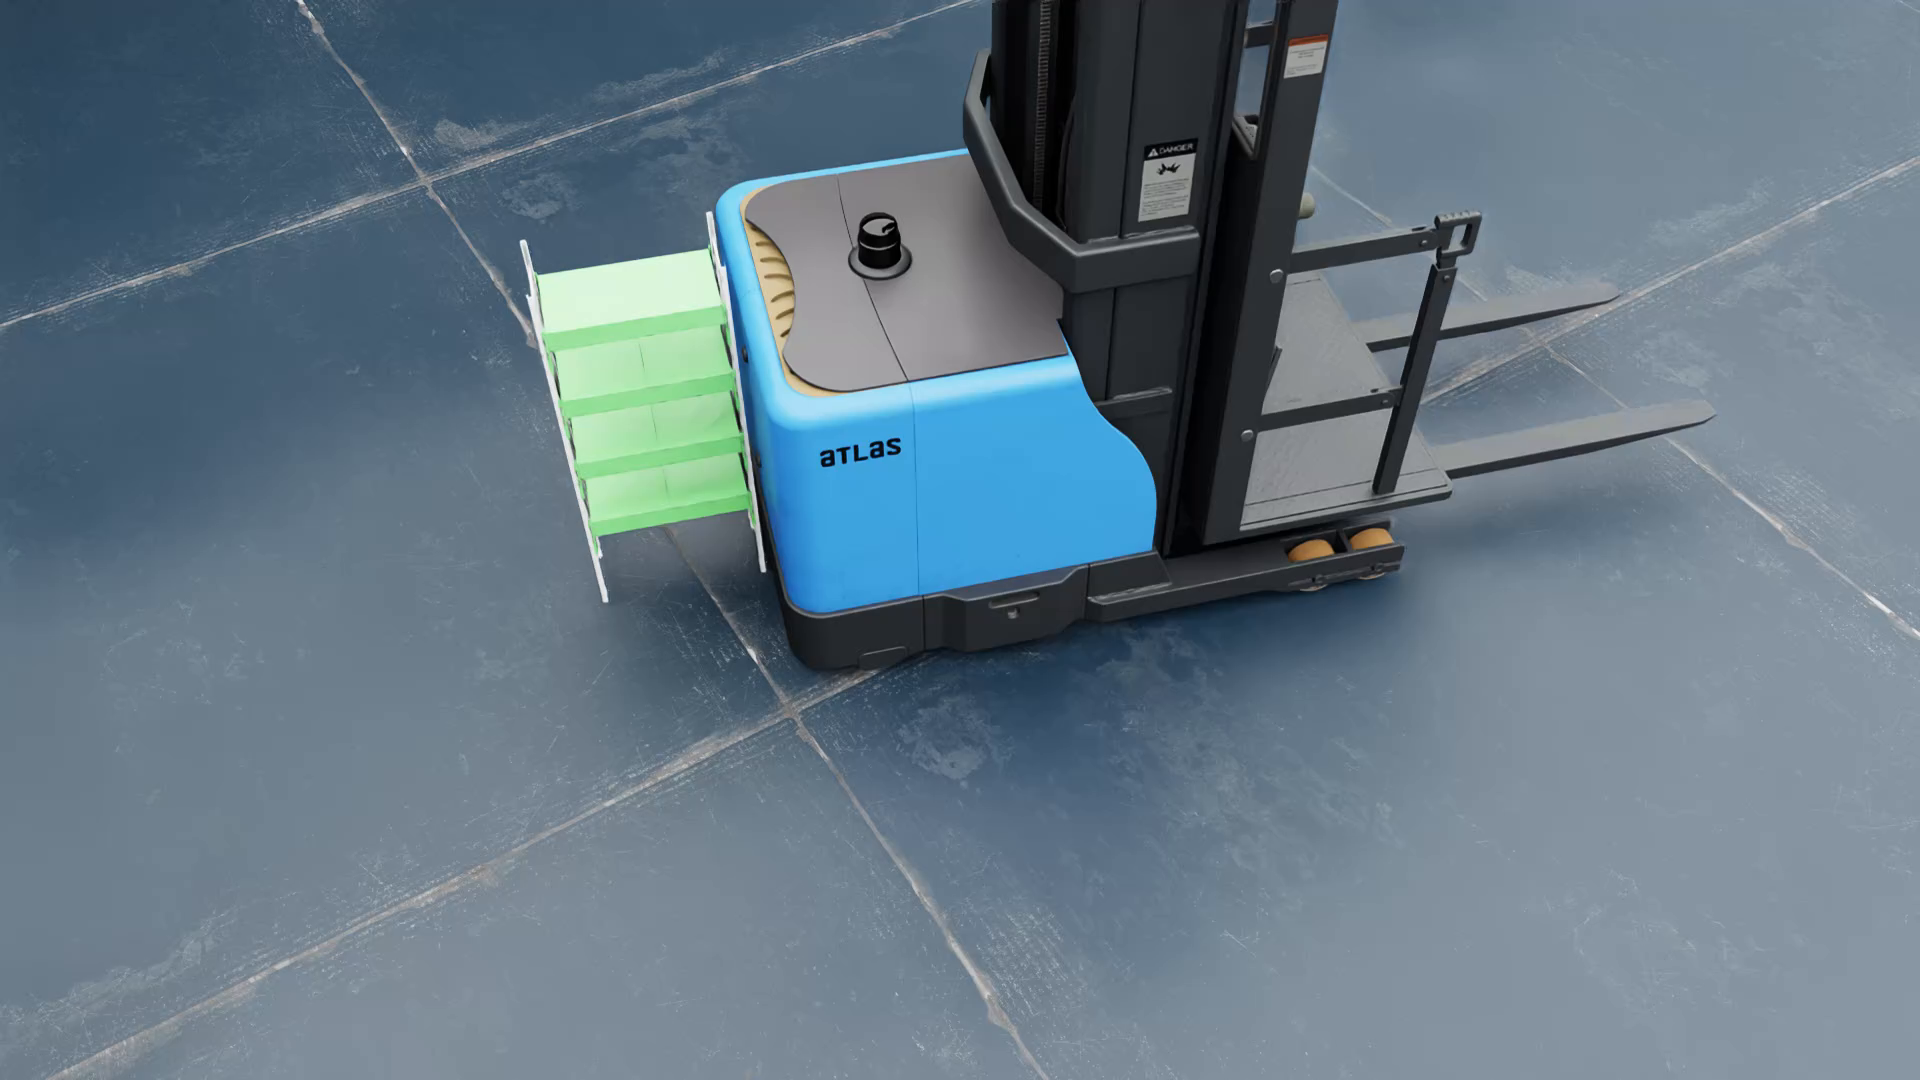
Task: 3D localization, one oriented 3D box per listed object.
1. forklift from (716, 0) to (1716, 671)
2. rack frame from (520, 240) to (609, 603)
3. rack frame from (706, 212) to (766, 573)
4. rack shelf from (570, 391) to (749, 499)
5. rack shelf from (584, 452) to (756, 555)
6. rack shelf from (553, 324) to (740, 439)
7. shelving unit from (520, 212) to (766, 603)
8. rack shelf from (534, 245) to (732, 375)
[{"bbox_3d":[0.868,-1.191,4.348,3.031,2.935,1.130,-11,49,-9],"label":"forklift"},{"bbox_3d":[-1.111,-0.296,4.710,0.015,1.200,0.240,-11,49,-9],"label":"rack frame"},{"bbox_3d":[-0.638,-0.385,4.790,0.015,1.200,0.240,-11,49,-9],"label":"rack frame"},{"bbox_3d":[-0.874,-0.298,4.798,0.480,0.148,0.258,-11,49,-9],"label":"rack shelf"},{"bbox_3d":[-0.874,-0.138,4.977,0.480,0.148,0.258,-11,49,-9],"label":"rack shelf"},{"bbox_3d":[-0.874,-0.458,4.618,0.480,0.148,0.258,-11,49,-9],"label":"rack shelf"},{"bbox_3d":[-0.874,-0.341,4.750,0.503,1.200,0.258,-11,49,-9],"label":"shelving unit"},{"bbox_3d":[-0.874,-0.617,4.439,0.480,0.148,0.258,-11,49,-9],"label":"rack shelf"}]
